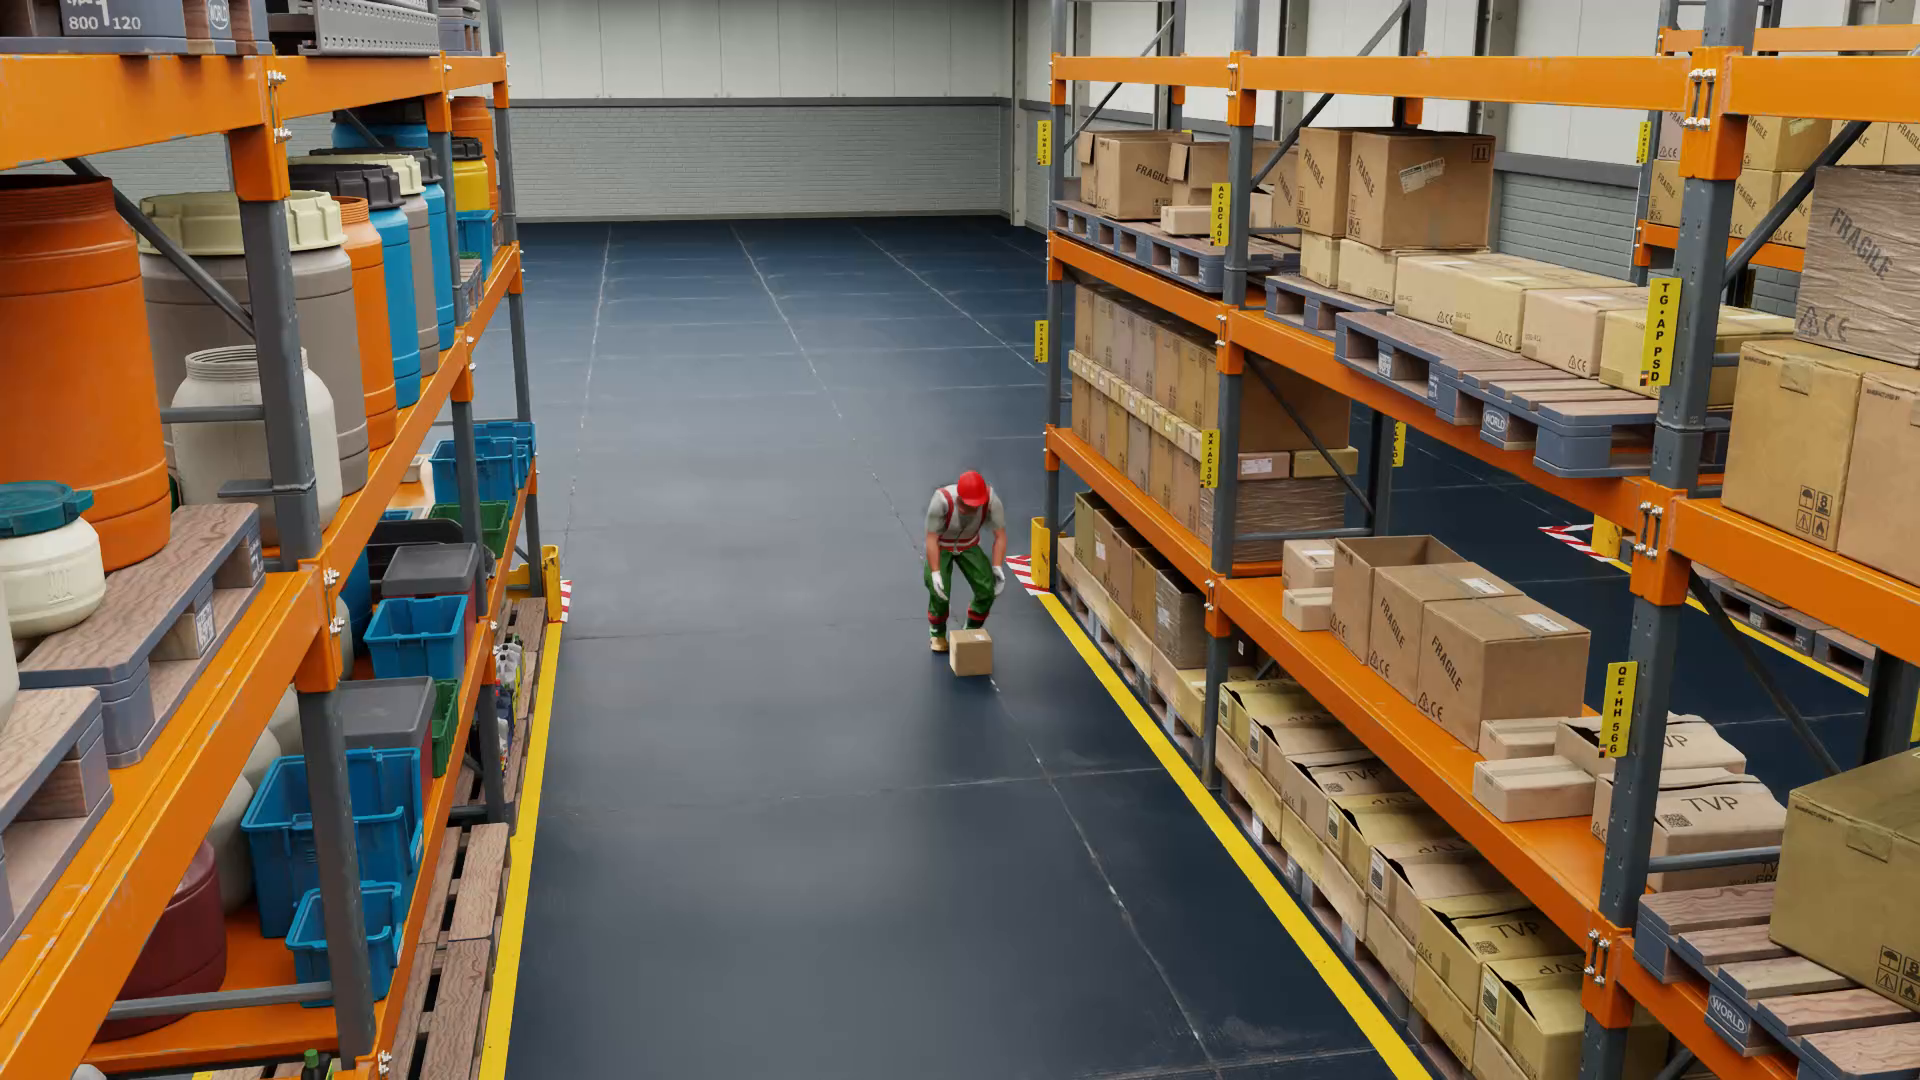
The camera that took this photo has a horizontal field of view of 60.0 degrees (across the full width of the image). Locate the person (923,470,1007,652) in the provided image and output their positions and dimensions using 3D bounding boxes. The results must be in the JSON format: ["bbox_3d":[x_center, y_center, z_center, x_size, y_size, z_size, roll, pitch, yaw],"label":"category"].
[{"bbox_3d":[0.029,0.123,11.801,0.584,1.381,0.782,-3,16,-10],"label":"person"}]
